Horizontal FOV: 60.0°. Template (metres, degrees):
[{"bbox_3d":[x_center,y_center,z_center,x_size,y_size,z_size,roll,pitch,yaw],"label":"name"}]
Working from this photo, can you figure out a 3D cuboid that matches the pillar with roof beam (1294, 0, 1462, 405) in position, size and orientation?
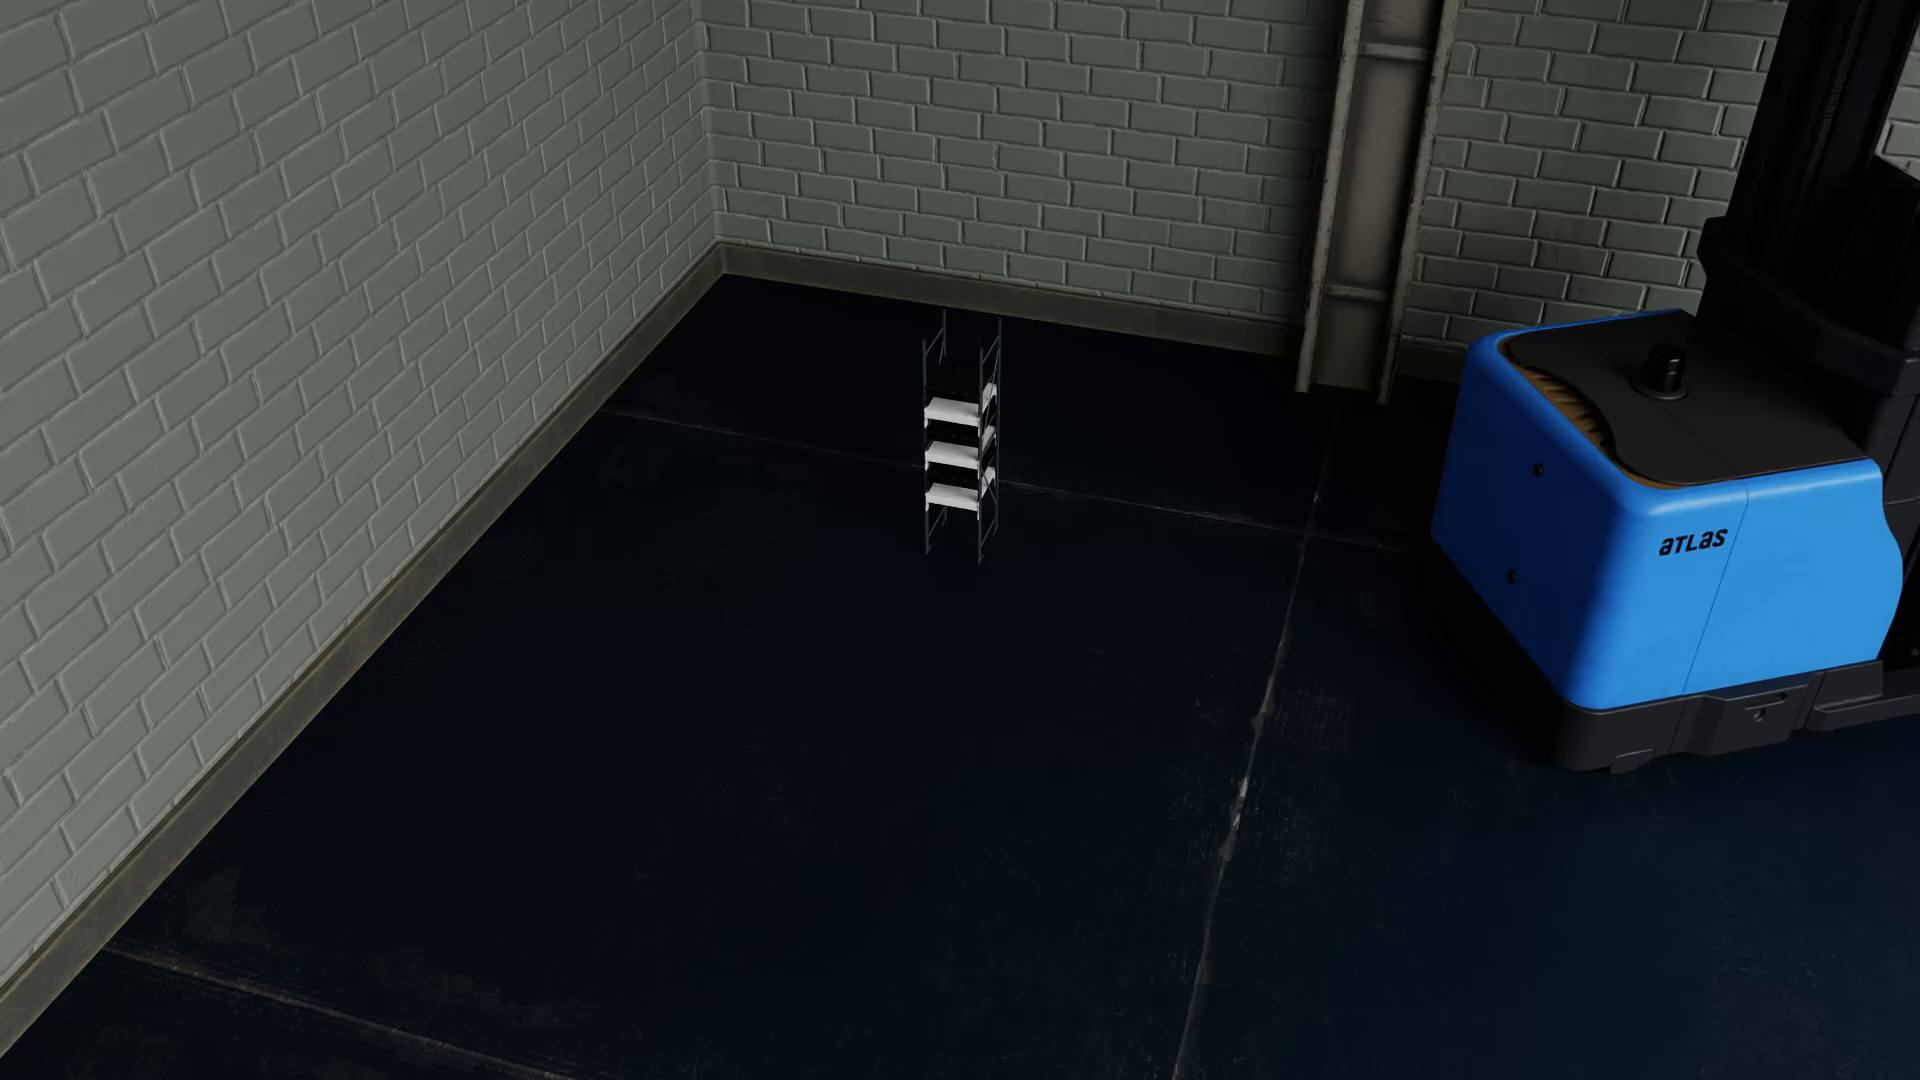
[{"bbox_3d":[0.381,-1.881,1.214,0.400,9.000,9.100,10,38,14],"label":"pillar with roof beam"}]

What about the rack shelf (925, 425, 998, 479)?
[{"bbox_3d":[0.008,-0.334,6.001,0.200,0.077,0.258,10,38,14],"label":"rack shelf"}]

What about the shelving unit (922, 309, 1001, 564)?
[{"bbox_3d":[0.008,-0.361,5.981,0.210,0.900,0.258,10,38,14],"label":"shelving unit"}]

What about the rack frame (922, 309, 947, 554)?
[{"bbox_3d":[-0.089,-0.379,6.006,0.006,0.900,0.240,10,38,14],"label":"rack frame"}]

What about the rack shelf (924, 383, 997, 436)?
[{"bbox_3d":[0.008,-0.479,5.894,0.200,0.077,0.258,10,38,14],"label":"rack shelf"}]

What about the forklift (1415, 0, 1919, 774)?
[{"bbox_3d":[3.187,-0.916,5.022,3.031,2.935,1.130,-9,37,-12],"label":"forklift"}]

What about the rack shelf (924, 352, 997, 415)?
[{"bbox_3d":[0.008,-0.552,5.841,0.200,0.077,0.258,10,38,14],"label":"rack shelf"}]

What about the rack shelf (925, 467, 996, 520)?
[{"bbox_3d":[0.008,-0.189,6.108,0.200,0.077,0.258,10,38,14],"label":"rack shelf"}]

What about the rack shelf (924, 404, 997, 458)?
[{"bbox_3d":[0.008,-0.407,5.948,0.200,0.077,0.258,10,38,14],"label":"rack shelf"}]

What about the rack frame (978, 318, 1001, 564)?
[{"bbox_3d":[0.105,-0.343,5.957,0.006,0.900,0.240,10,38,14],"label":"rack frame"}]

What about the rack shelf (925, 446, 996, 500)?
[{"bbox_3d":[0.008,-0.262,6.054,0.200,0.077,0.258,10,38,14],"label":"rack shelf"}]
